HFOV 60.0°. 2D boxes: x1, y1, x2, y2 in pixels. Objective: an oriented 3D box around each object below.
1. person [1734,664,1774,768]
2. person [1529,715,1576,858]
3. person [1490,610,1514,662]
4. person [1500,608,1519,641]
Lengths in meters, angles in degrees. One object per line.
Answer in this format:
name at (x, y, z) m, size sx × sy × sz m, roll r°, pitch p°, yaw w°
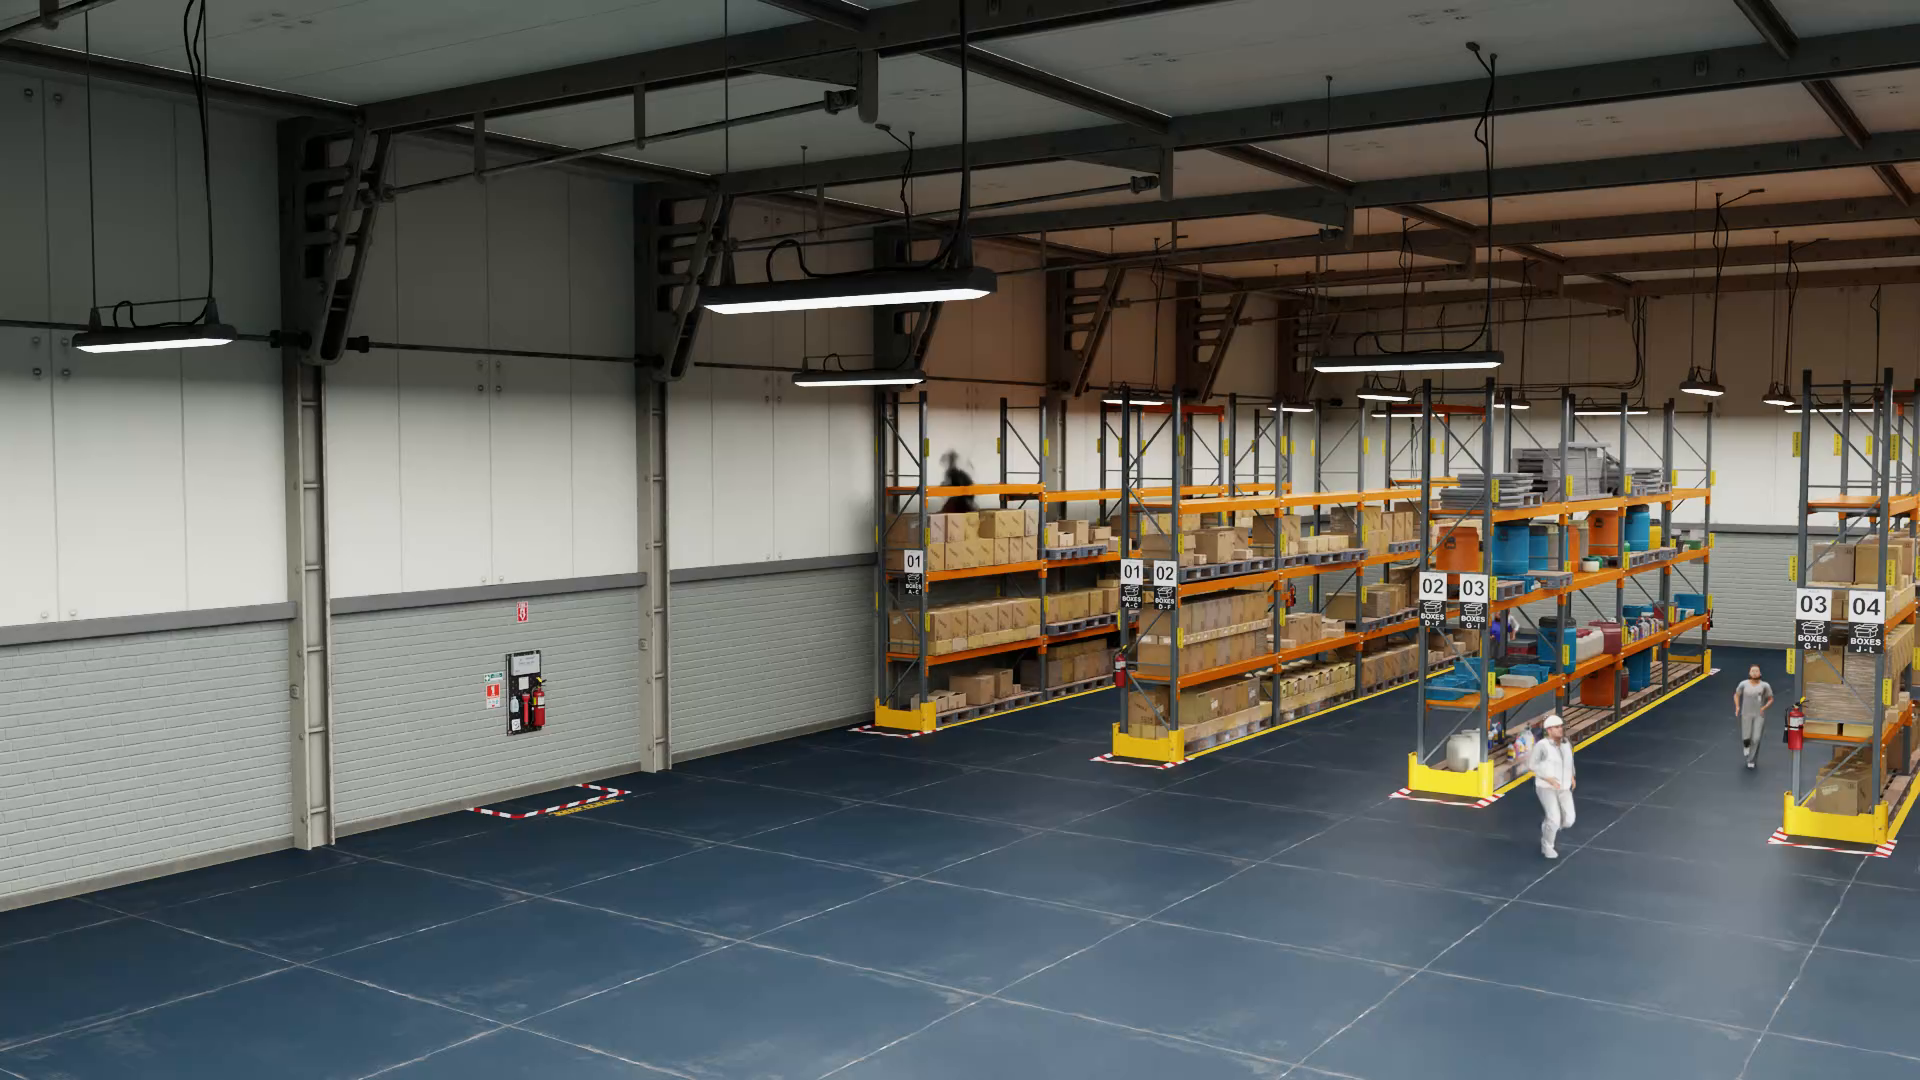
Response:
person at (12.434, 2.752, 26.061) m, size 0.567 × 1.623 × 0.568 m, roll 2°, pitch 4°, yaw 27°
person at (7.285, 3.008, 20.382) m, size 0.692 × 1.731 × 0.599 m, roll -1°, pitch 3°, yaw -19°
person at (11.199, 2.260, 34.604) m, size 0.544 × 1.664 × 0.688 m, roll 2°, pitch 4°, yaw 27°
person at (11.775, 2.215, 35.943) m, size 0.513 × 1.634 × 0.702 m, roll 2°, pitch 4°, yaw 31°
